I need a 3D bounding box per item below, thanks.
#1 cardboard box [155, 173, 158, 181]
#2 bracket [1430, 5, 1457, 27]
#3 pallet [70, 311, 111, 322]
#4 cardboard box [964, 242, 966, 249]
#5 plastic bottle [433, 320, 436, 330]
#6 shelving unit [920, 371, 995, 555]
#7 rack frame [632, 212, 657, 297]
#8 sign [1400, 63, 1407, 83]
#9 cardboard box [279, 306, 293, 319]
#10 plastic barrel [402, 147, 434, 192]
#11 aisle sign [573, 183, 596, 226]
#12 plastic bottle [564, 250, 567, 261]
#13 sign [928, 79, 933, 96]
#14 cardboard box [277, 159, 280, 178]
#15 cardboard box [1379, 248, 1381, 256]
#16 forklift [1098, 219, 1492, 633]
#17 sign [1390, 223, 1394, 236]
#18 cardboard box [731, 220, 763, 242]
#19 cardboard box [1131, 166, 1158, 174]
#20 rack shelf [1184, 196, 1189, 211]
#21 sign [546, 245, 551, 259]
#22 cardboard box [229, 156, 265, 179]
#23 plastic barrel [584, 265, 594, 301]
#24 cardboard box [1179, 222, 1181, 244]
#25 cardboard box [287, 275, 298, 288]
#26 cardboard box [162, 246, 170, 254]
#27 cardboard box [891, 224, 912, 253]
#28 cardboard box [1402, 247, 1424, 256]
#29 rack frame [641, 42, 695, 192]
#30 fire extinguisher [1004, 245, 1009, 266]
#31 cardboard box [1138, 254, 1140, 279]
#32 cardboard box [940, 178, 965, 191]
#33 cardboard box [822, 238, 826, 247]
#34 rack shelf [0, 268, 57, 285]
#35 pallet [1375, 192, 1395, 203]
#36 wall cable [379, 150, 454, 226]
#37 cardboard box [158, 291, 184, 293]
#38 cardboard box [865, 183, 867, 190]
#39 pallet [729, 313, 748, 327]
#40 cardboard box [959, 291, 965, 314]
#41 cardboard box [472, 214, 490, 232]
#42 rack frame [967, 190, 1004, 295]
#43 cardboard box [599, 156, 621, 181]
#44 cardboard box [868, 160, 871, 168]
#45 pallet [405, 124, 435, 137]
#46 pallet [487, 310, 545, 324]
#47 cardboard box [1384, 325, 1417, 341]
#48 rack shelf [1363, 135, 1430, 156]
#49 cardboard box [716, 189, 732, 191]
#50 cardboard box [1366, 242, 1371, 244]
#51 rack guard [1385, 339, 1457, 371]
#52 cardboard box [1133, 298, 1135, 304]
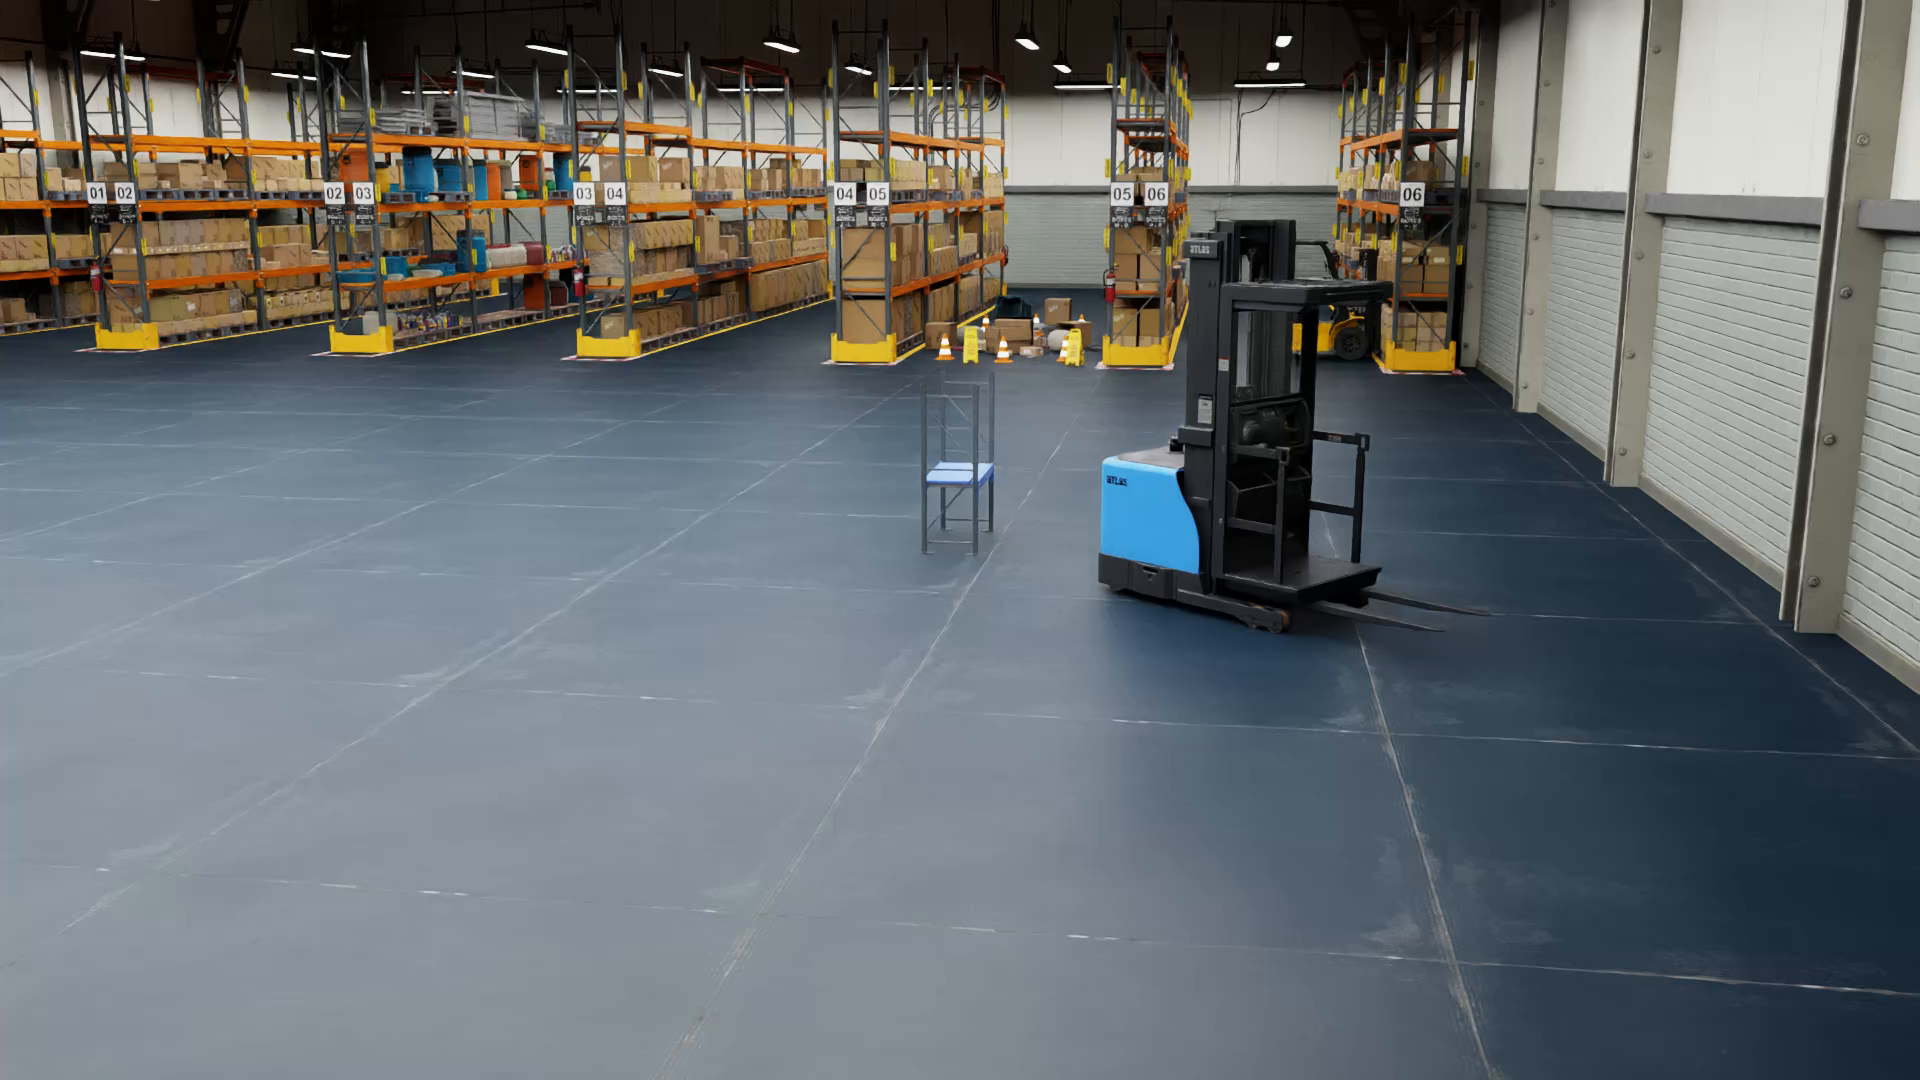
[{"bbox_3d":[-16.429,-7.325,33.884,0.500,0.311,0.500,3,13,15],"label":"cardboard box"},{"bbox_3d":[9.161,-9.904,31.303,0.076,0.066,4.783,2,12,9],"label":"bracket"},{"bbox_3d":[-20.407,-5.311,39.393,1.003,0.211,1.213,2,12,9],"label":"pallet"},{"bbox_3d":[-0.058,-7.017,39.583,0.380,0.149,0.250,2,12,8],"label":"cardboard box"},{"bbox_3d":[-10.867,-4.431,34.288,0.097,0.201,0.097,0,12,0],"label":"plastic bottle"},{"bbox_3d":[-0.013,-0.715,15.010,0.538,1.500,1.048,2,12,9],"label":"shelving unit"},{"bbox_3d":[-9.076,-8.434,47.267,1.000,3.000,0.127,2,12,9],"label":"rack frame"},{"bbox_3d":[7.520,-7.911,28.191,0.100,0.325,0.005,2,12,9],"label":"sign"},{"bbox_3d":[-15.429,-5.141,37.515,0.500,0.250,0.500,2,12,10],"label":"cardboard box"},{"bbox_3d":[-11.181,-7.649,34.317,0.600,0.901,0.708,2,12,9],"label":"plastic barrel"},{"bbox_3d":[-6.949,-6.211,30.779,0.394,0.787,0.004,2,12,9],"label":"aisle sign"},{"bbox_3d":[-9.734,-7.001,40.923,0.097,0.271,0.097,0,12,0],"label":"plastic bottle"},{"bbox_3d":[-0.598,-9.038,33.233,0.100,0.325,0.005,2,12,9],"label":"sign"},{"bbox_3d":[-19.021,-10.183,45.602,0.500,0.500,0.500,2,12,7],"label":"cardboard box"},{"bbox_3d":[8.361,-5.603,32.351,0.380,0.149,0.250,2,12,8],"label":"cardboard box"},{"bbox_3d":[2.485,-0.875,12.354,1.130,2.935,3.031,-11,16,-42],"label":"forklift"},{"bbox_3d":[10.449,-7.509,40.224,0.100,0.325,0.005,2,12,9],"label":"sign"},{"bbox_3d":[-5.181,-7.435,40.011,0.797,0.503,0.637,2,12,10],"label":"cardboard box"},{"bbox_3d":[3.728,-7.422,33.623,0.500,0.250,0.500,2,12,10],"label":"cardboard box"},{"bbox_3d":[5.302,-8.651,42.860,1.077,0.370,4.000,2,12,9],"label":"rack shelf"},{"bbox_3d":[-9.762,-6.832,39.446,0.100,0.325,0.005,2,12,9],"label":"sign"},{"bbox_3d":[-15.682,-8.190,36.590,0.500,0.500,0.500,2,12,9],"label":"cardboard box"},{"bbox_3d":[-9.792,-6.669,43.057,0.600,0.901,0.708,2,12,9],"label":"plastic barrel"},{"bbox_3d":[4.859,-7.131,38.607,0.500,0.500,0.500,2,12,10],"label":"cardboard box"},{"bbox_3d":[-19.103,-7.270,46.799,0.700,0.500,0.500,2,12,10],"label":"cardboard box"},{"bbox_3d":[-16.080,-5.813,33.324,0.380,0.149,0.250,2,12,9],"label":"cardboard box"},{"bbox_3d":[-1.422,-5.893,32.557,0.875,0.550,0.550,2,12,9],"label":"cardboard box"},{"bbox_3d":[7.901,-5.055,29.102,0.380,0.149,0.250,2,12,9],"label":"cardboard box"},{"bbox_3d":[-6.028,-8.709,34.299,1.000,3.000,0.127,2,12,9],"label":"rack frame"},{"bbox_3d":[1.198,-7.910,45.900,0.296,0.674,0.183,2,12,9],"label":"fire extinguisher"},{"bbox_3d":[3.042,-5.042,30.584,0.500,0.500,0.500,2,12,9],"label":"cardboard box"},{"bbox_3d":[-0.176,-8.052,38.136,0.500,0.500,0.500,2,12,9],"label":"cardboard box"},{"bbox_3d":[-3.995,-8.236,45.999,0.500,0.250,0.500,2,12,8],"label":"cardboard box"},{"bbox_3d":[-21.019,-5.489,35.309,1.077,0.370,4.000,2,12,9],"label":"rack shelf"},{"bbox_3d":[8.792,-6.852,33.256,0.805,0.209,1.217,1,12,6],"label":"pallet"},{"bbox_3d":[-17.642,-11.336,53.861,3.097,2.526,0.112,2,12,9],"label":"wall cable"},{"bbox_3d":[-16.425,-4.927,34.740,0.500,0.500,0.500,2,12,9],"label":"cardboard box"},{"bbox_3d":[-1.923,-6.598,30.987,0.380,0.149,0.250,2,12,9],"label":"cardboard box"},{"bbox_3d":[-5.534,-5.083,38.334,1.003,0.211,1.213,2,12,9],"label":"pallet"},{"bbox_3d":[-0.166,-5.549,38.815,0.500,0.500,0.500,1,12,6],"label":"cardboard box"},{"bbox_3d":[-13.767,-9.032,47.428,0.500,0.500,0.500,2,12,8],"label":"cardboard box"},{"bbox_3d":[0.703,-8.092,45.679,1.000,3.000,0.127,2,12,9],"label":"rack frame"},{"bbox_3d":[-6.655,-7.179,32.192,0.500,0.500,0.500,2,12,9],"label":"cardboard box"},{"bbox_3d":[-1.884,-7.041,31.152,0.380,0.149,0.250,2,12,9],"label":"cardboard box"},{"bbox_3d":[-11.206,-8.154,33.123,1.003,0.211,1.213,2,12,9],"label":"pallet"},{"bbox_3d":[-10.464,-5.246,39.091,1.003,0.211,1.213,2,12,9],"label":"pallet"},{"bbox_3d":[7.820,-3.679,29.545,0.500,0.250,0.500,2,12,8],"label":"cardboard box"},{"bbox_3d":[8.977,-8.097,34.116,1.077,0.370,4.000,2,12,9],"label":"rack shelf"},{"bbox_3d":[-5.386,-7.686,37.033,0.500,0.250,0.500,2,12,10],"label":"cardboard box"},{"bbox_3d":[8.863,-6.272,35.455,0.380,0.149,0.250,2,12,9],"label":"cardboard box"},{"bbox_3d":[8.051,-3.235,29.075,1.175,0.500,0.348,2,12,9],"label":"rack guard"},{"bbox_3d":[3.089,-4.528,31.350,0.380,0.149,0.250,2,12,11],"label":"cardboard box"}]
